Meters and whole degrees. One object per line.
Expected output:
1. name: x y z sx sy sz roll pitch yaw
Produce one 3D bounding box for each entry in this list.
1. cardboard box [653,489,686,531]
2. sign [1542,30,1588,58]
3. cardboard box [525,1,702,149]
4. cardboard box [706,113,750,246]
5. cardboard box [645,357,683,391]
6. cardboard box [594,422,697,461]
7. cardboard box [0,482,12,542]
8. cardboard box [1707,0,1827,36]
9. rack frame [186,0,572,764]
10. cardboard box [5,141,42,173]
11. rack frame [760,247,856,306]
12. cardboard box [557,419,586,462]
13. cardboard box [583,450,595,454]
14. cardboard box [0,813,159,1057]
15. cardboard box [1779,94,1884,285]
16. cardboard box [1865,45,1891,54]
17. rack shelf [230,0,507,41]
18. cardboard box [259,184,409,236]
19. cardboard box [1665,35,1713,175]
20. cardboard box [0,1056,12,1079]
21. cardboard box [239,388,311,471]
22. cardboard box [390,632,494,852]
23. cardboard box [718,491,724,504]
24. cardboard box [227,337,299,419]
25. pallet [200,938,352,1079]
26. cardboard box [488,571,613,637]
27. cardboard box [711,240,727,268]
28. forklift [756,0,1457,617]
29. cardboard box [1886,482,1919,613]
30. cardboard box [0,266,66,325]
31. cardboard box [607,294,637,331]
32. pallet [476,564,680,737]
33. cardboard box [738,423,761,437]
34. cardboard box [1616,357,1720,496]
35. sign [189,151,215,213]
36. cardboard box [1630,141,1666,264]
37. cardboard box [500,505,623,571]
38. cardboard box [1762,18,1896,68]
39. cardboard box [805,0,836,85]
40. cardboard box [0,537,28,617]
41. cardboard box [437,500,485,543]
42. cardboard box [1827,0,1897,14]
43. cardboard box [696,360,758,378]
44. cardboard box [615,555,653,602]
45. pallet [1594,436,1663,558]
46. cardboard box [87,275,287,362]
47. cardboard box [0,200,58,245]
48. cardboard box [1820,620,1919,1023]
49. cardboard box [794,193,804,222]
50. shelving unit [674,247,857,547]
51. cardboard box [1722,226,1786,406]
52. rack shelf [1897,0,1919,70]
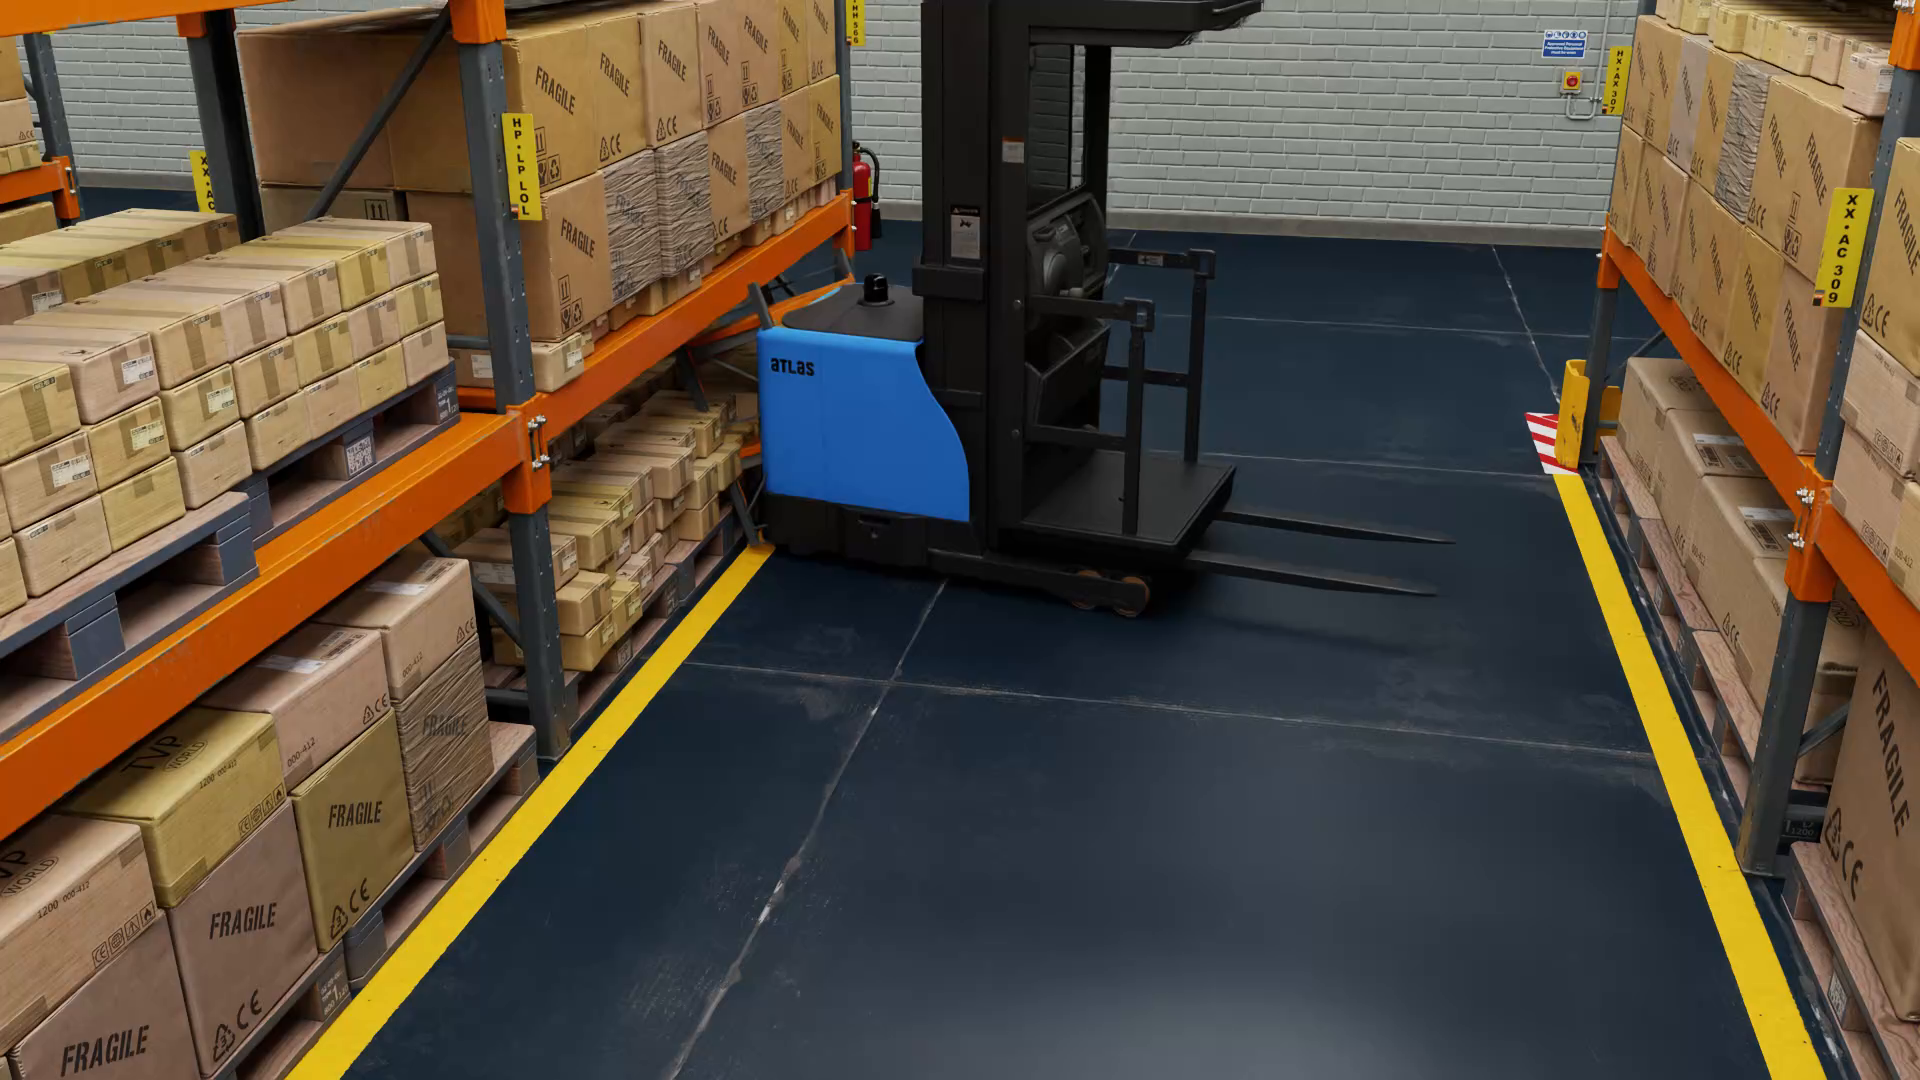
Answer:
1. cardboard box: -1.400 -0.167 7.109 0.380 0.149 0.250 6 23 13
2. sign: 4.873 -3.998 13.403 0.327 0.218 0.001 4 22 11
3. cardboard box: -1.348 -1.827 6.505 0.500 0.500 0.500 5 22 12
4. cardboard box: -1.242 -1.568 7.199 0.500 0.500 0.500 6 23 14
5. cardboard box: -1.611 -0.816 8.323 0.380 0.149 0.250 3 22 8
6. cardboard box: -1.374 -0.401 7.292 0.380 0.149 0.250 4 22 9
7. cardboard box: -2.162 -0.046 3.328 0.380 0.149 0.250 4 22 10
8. cardboard box: 3.250 -2.100 6.711 0.380 0.149 0.250 5 22 11
9. rack frame: -1.903 -0.660 5.477 1.000 3.000 0.127 4 22 11
10. cardboard box: -5.672 -2.266 9.801 0.380 0.149 0.250 5 22 12
11. rack frame: -0.616 -0.861 8.383 0.500 1.125 0.032 -15 13 22
12. cardboard box: -1.891 -0.441 7.391 0.380 0.149 0.250 4 22 9
13. cardboard box: -1.719 -0.379 7.635 0.380 0.149 0.250 6 23 13
14. cardboard box: -2.124 0.820 3.581 0.500 0.250 0.500 5 22 11
15. cardboard box: 2.790 -1.023 4.907 0.500 0.500 0.500 4 22 10
16. cardboard box: 2.875 -1.356 4.864 0.380 0.149 0.250 5 22 12
17. rack shelf: -1.495 -2.449 6.867 1.077 0.370 4.000 4 22 11
18. cardboard box: -2.081 -1.043 5.896 0.500 0.500 0.500 4 22 11
19. cardboard box: 3.207 -1.761 6.738 0.500 0.500 0.500 4 22 11
20. cardboard box: -2.226 1.344 3.285 0.500 0.500 0.500 5 22 12
21. cardboard box: -1.947 -0.300 4.358 0.380 0.149 0.250 3 22 8
22. cardboard box: -1.807 0.595 5.146 0.500 0.500 0.500 4 22 10
23. cardboard box: -1.310 -0.221 7.640 0.380 0.149 0.250 5 22 12
24. cardboard box: -1.948 -0.428 4.278 0.380 0.149 0.250 4 22 9
25. pallet: -2.307 1.366 4.180 1.003 0.211 1.213 4 22 11
26. cardboard box: -1.515 0.221 6.144 0.380 0.149 0.250 5 23 13
27. cardboard box: -1.264 -1.303 7.410 0.380 0.149 0.250 5 22 12
28. forklift: 0.650 -1.261 7.060 3.031 2.935 1.130 9 24 20
29. cardboard box: 2.511 0.080 3.840 0.500 0.250 0.500 4 22 10
30. cardboard box: -2.592 -0.618 4.351 0.380 0.149 0.250 4 22 10
31. cardboard box: -1.480 -0.923 6.466 0.380 0.149 0.250 3 22 9
32. pallet: -1.800 0.385 6.615 1.003 0.211 1.213 4 22 11
33. cardboard box: -1.112 -0.538 8.030 0.380 0.149 0.250 5 22 12
34. cardboard box: 3.743 -0.540 8.046 0.875 0.438 0.875 4 22 9
35. sign: -2.435 -1.100 5.411 0.100 0.325 0.005 4 22 11
36. cardboard box: 3.325 -1.488 7.400 0.500 0.500 0.500 4 22 10
37. cardboard box: -1.515 -0.015 6.333 0.380 0.149 0.250 6 23 14
38. cardboard box: 3.038 -1.730 5.794 0.380 0.149 0.250 4 22 10
39. cardboard box: -0.936 -2.585 8.386 0.500 0.500 0.500 4 22 10
40. cardboard box: -2.161 0.091 3.386 0.380 0.149 0.250 5 22 12
41. cardboard box: -2.072 -0.055 6.432 0.380 0.149 0.250 5 22 12
42. cardboard box: 3.690 -2.072 6.644 0.380 0.149 0.250 4 22 10
43. cardboard box: -1.097 -0.777 8.224 0.380 0.149 0.250 4 22 9
44. cardboard box: -1.460 0.167 6.679 0.380 0.149 0.250 4 22 11
45. pallet: 3.693 -0.191 8.044 1.003 0.211 1.213 4 22 11
46. cardboard box: -1.955 -0.564 4.216 0.380 0.149 0.250 4 22 11
47. cardboard box: -5.974 -1.507 9.862 0.875 0.875 0.875 4 22 11
48. cardboard box: 2.916 0.704 4.372 0.875 0.875 0.875 5 23 13
49. cardboard box: -1.000 -1.685 8.358 0.380 0.149 0.250 4 22 10
50. shelving unit: -0.771 -0.706 7.924 0.538 1.125 1.048 -15 13 22
51. cardboard box: 2.908 -0.744 5.551 0.500 0.500 0.500 4 22 10
52. rack shelf: 2.556 -0.646 2.390 1.077 0.370 4.000 4 22 11
